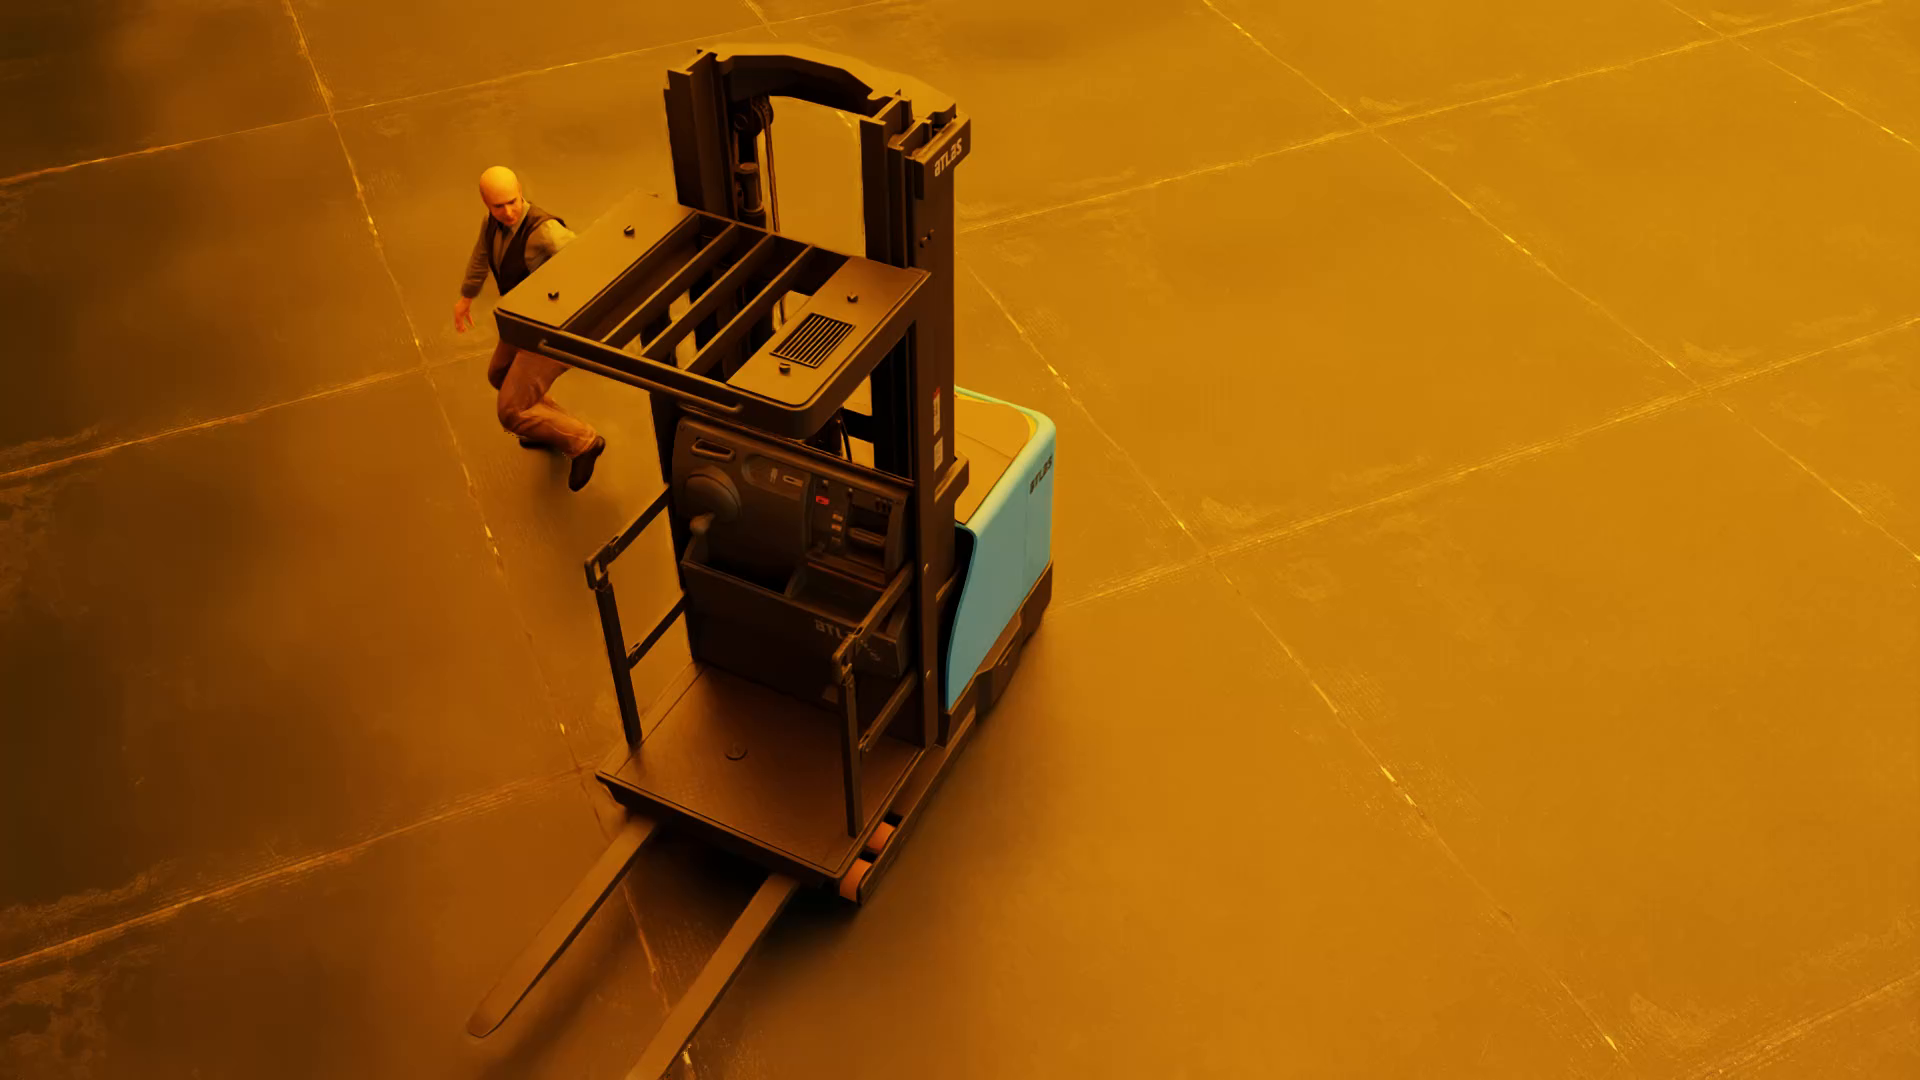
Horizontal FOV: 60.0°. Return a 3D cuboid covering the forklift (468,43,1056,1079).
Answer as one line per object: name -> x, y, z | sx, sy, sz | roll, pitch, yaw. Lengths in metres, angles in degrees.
forklift -> -0.707, -0.043, 5.726 | 1.130, 2.935, 3.031 | 19, 46, 19

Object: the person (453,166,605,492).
person -> -1.978, -0.983, 7.709 | 0.604, 1.623, 0.802 | -21, 47, -21
